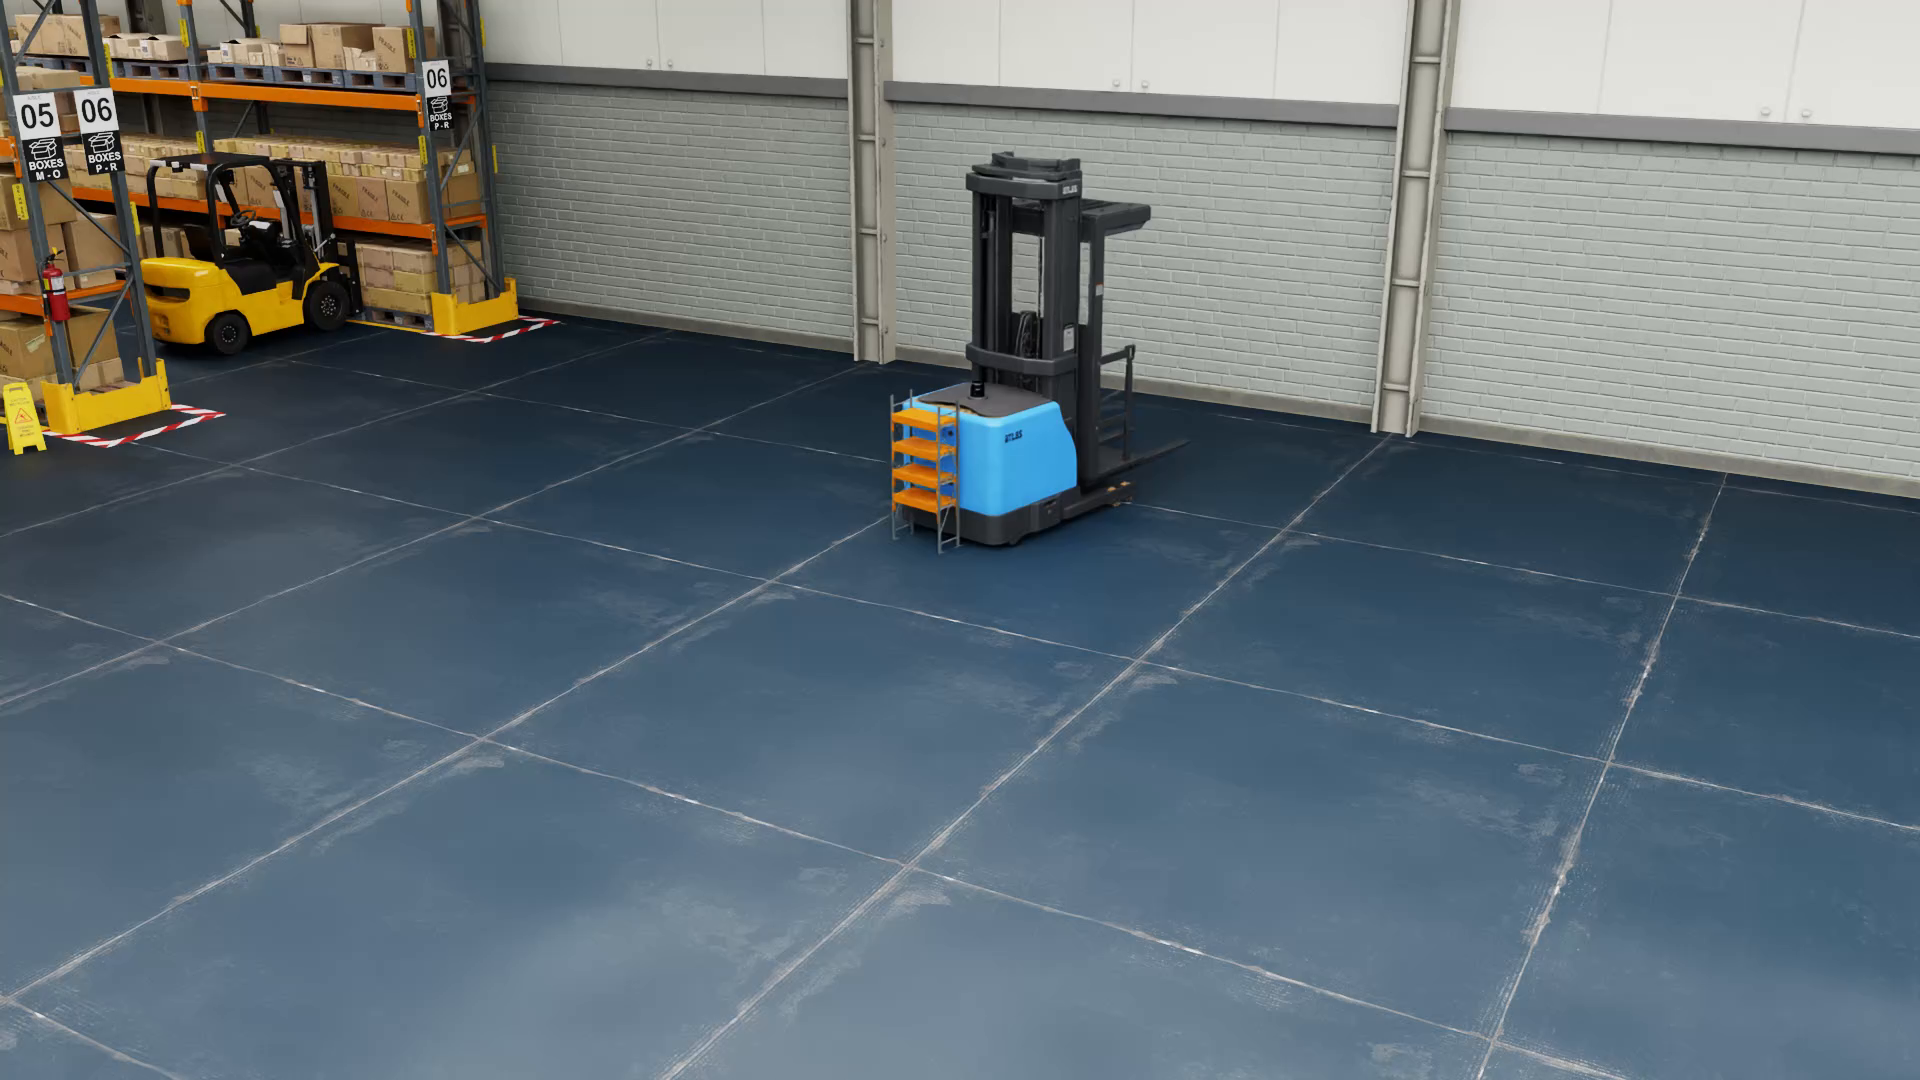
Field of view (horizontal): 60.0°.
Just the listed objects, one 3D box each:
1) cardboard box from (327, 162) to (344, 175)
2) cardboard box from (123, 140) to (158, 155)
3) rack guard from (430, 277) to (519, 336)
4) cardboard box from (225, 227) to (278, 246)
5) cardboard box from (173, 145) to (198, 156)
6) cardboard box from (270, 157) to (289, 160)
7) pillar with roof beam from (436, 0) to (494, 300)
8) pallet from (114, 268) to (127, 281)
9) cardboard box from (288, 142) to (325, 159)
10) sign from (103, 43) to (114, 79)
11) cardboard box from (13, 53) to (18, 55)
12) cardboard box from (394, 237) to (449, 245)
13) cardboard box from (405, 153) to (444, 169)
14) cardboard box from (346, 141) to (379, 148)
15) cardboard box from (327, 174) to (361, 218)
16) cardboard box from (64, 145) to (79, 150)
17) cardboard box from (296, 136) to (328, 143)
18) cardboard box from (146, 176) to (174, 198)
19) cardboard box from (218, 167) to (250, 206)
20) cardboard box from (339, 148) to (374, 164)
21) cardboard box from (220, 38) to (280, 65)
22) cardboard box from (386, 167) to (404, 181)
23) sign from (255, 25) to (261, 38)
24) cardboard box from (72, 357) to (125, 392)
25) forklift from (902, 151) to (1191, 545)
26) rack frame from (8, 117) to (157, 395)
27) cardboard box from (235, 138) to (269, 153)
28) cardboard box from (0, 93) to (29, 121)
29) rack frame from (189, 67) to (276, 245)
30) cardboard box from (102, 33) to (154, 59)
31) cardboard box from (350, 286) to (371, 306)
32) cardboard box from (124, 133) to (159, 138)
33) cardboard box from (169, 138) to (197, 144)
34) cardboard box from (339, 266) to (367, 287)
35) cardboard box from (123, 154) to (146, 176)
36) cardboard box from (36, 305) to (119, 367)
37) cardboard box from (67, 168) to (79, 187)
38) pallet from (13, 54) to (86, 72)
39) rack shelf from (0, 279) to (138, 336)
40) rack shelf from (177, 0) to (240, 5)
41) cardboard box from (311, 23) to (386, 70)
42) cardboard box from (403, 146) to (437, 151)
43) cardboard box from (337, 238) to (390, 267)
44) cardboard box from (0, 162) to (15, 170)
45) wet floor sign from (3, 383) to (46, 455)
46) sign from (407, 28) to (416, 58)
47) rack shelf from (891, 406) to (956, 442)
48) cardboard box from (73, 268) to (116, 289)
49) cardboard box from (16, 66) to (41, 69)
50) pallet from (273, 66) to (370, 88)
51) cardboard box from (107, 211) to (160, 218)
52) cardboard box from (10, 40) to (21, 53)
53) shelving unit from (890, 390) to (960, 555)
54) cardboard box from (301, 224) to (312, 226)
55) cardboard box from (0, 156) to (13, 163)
[{"bbox_3d":[-7.612,-4.626,20.621,0.250,0.149,0.380,11,23,28],"label":"cardboard box"},{"bbox_3d":[-11.069,-5.305,22.494,0.250,0.149,0.380,11,23,28],"label":"cardboard box"},{"bbox_3d":[-6.020,-2.915,20.667,0.348,0.500,1.175,11,23,27],"label":"rack guard"},{"bbox_3d":[-9.264,-3.960,21.833,0.500,0.250,0.500,10,22,26],"label":"cardboard box"},{"bbox_3d":[-10.173,-5.139,22.036,0.250,0.149,0.380,10,22,27],"label":"cardboard box"},{"bbox_3d":[-8.507,-4.795,21.087,0.250,0.149,0.380,11,22,27],"label":"cardboard box"},{"bbox_3d":[-8.309,-6.016,16.755,0.400,9.000,9.100,11,23,27],"label":"pillar with roof beam"},{"bbox_3d":[-11.264,-3.762,23.425,1.213,0.211,1.003,11,23,27],"label":"pallet"},{"bbox_3d":[-8.236,-4.919,20.992,0.250,0.149,0.380,11,23,27],"label":"cardboard box"},{"bbox_3d":[-8.194,-4.598,15.961,0.005,0.325,0.100,11,23,27],"label":"sign"},{"bbox_3d":[-13.591,-6.777,23.470,0.500,0.250,0.500,10,22,26],"label":"cardboard box"},{"bbox_3d":[-6.806,-3.687,21.081,0.500,0.250,0.500,11,23,27],"label":"cardboard box"},{"bbox_3d":[-6.456,-4.582,20.065,0.250,0.149,0.380,11,23,27],"label":"cardboard box"},{"bbox_3d":[-7.566,-4.971,21.135,0.250,0.149,0.380,11,23,28],"label":"cardboard box"},{"bbox_3d":[-7.494,-4.319,20.725,0.500,0.500,0.500,10,22,26],"label":"cardboard box"},{"bbox_3d":[-12.185,-5.517,23.077,0.250,0.149,0.380,11,23,28],"label":"cardboard box"},{"bbox_3d":[-8.421,-5.171,21.686,0.250,0.149,0.380,10,22,26],"label":"cardboard box"},{"bbox_3d":[-10.542,-4.776,22.354,0.500,0.250,0.500,11,22,27],"label":"cardboard box"},{"bbox_3d":[-9.273,-4.654,21.651,0.500,0.500,0.500,10,22,26],"label":"cardboard box"},{"bbox_3d":[-7.391,-4.723,20.454,0.250,0.149,0.380,11,23,29],"label":"cardboard box"},{"bbox_3d":[-8.925,-6.161,20.919,0.500,0.311,0.500,11,23,28],"label":"cardboard box"},{"bbox_3d":[-6.718,-4.454,20.146,0.250,0.149,0.380,11,23,28],"label":"cardboard box"},{"bbox_3d":[-9.263,-6.615,21.929,0.005,0.325,0.100,11,23,27],"label":"sign"},{"bbox_3d":[-9.028,-1.737,17.171,0.500,0.250,0.500,11,22,27],"label":"cardboard box"},{"bbox_3d":[0.870,-1.762,13.924,1.130,2.935,3.031,16,26,38],"label":"forklift"},{"bbox_3d":[-8.458,-2.615,16.177,0.127,3.000,1.000,11,23,27],"label":"rack frame"},{"bbox_3d":[-9.118,-5.098,21.486,0.250,0.149,0.380,11,23,28],"label":"cardboard box"},{"bbox_3d":[-9.036,-4.100,15.653,0.500,0.250,0.500,10,22,27],"label":"cardboard box"},{"bbox_3d":[-9.533,-4.759,22.086,0.127,3.000,1.000,11,23,27],"label":"rack frame"},{"bbox_3d":[-10.954,-6.547,21.985,0.500,0.311,0.500,10,22,25],"label":"cardboard box"},{"bbox_3d":[-7.467,-3.154,21.078,0.500,0.250,0.500,11,23,28],"label":"cardboard box"},{"bbox_3d":[-11.466,-5.607,23.327,0.250,0.149,0.380,10,22,26],"label":"cardboard box"},{"bbox_3d":[-10.599,-5.421,22.812,0.250,0.149,0.380,11,23,27],"label":"cardboard box"},{"bbox_3d":[-7.512,-3.388,20.989,0.500,0.250,0.500,10,22,26],"label":"cardboard box"},{"bbox_3d":[-10.982,-5.099,22.510,0.500,0.250,0.500,11,23,28],"label":"cardboard box"},{"bbox_3d":[-9.049,-2.093,17.053,0.500,0.500,0.500,10,22,26],"label":"cardboard box"},{"bbox_3d":[-12.320,-5.122,23.307,0.500,0.250,0.500,10,22,26],"label":"cardboard box"},{"bbox_3d":[-12.389,-6.659,23.203,1.003,0.211,1.213,12,23,30],"label":"pallet"},{"bbox_3d":[-10.204,-2.610,17.216,4.000,0.370,1.077,11,23,27],"label":"rack shelf"},{"bbox_3d":[-11.279,-7.386,22.171,4.000,0.370,1.077,11,23,27],"label":"rack shelf"},{"bbox_3d":[-7.391,-5.996,20.189,0.500,0.500,0.700,11,23,28],"label":"cardboard box"},{"bbox_3d":[-6.679,-4.798,20.660,0.250,0.149,0.380,11,23,28],"label":"cardboard box"},{"bbox_3d":[-7.489,-3.617,20.886,0.500,0.250,0.500,11,23,28],"label":"cardboard box"},{"bbox_3d":[-9.449,-3.379,16.232,0.500,0.500,0.700,11,23,28],"label":"cardboard box"},{"bbox_3d":[-8.814,-1.159,15.613,0.267,0.644,0.232,-16,26,-38],"label":"wet floor sign"},{"bbox_3d":[-6.317,-5.724,19.164,0.005,0.325,0.100,11,23,27],"label":"sign"},{"bbox_3d":[-0.274,-0.905,12.947,0.480,0.148,0.258,16,26,38],"label":"rack shelf"},{"bbox_3d":[-8.654,-2.616,16.545,0.250,0.149,0.380,11,23,28],"label":"cardboard box"},{"bbox_3d":[-9.268,-4.563,16.346,0.250,0.149,0.380,11,23,27],"label":"cardboard box"},{"bbox_3d":[-7.715,-5.790,20.659,1.213,0.211,1.003,11,23,27],"label":"pallet"},{"bbox_3d":[-11.913,-4.291,23.663,0.625,0.625,0.875,12,23,29],"label":"cardboard box"},{"bbox_3d":[-12.869,-6.820,22.950,0.250,0.166,0.380,11,23,27],"label":"cardboard box"},{"bbox_3d":[-0.273,-0.536,13.082,0.503,1.200,0.258,16,26,38],"label":"shelving unit"},{"bbox_3d":[-8.559,-4.030,22.026,0.500,0.250,0.500,10,22,27],"label":"cardboard box"},{"bbox_3d":[-13.785,-5.499,23.877,0.250,0.149,0.380,11,23,28],"label":"cardboard box"}]
